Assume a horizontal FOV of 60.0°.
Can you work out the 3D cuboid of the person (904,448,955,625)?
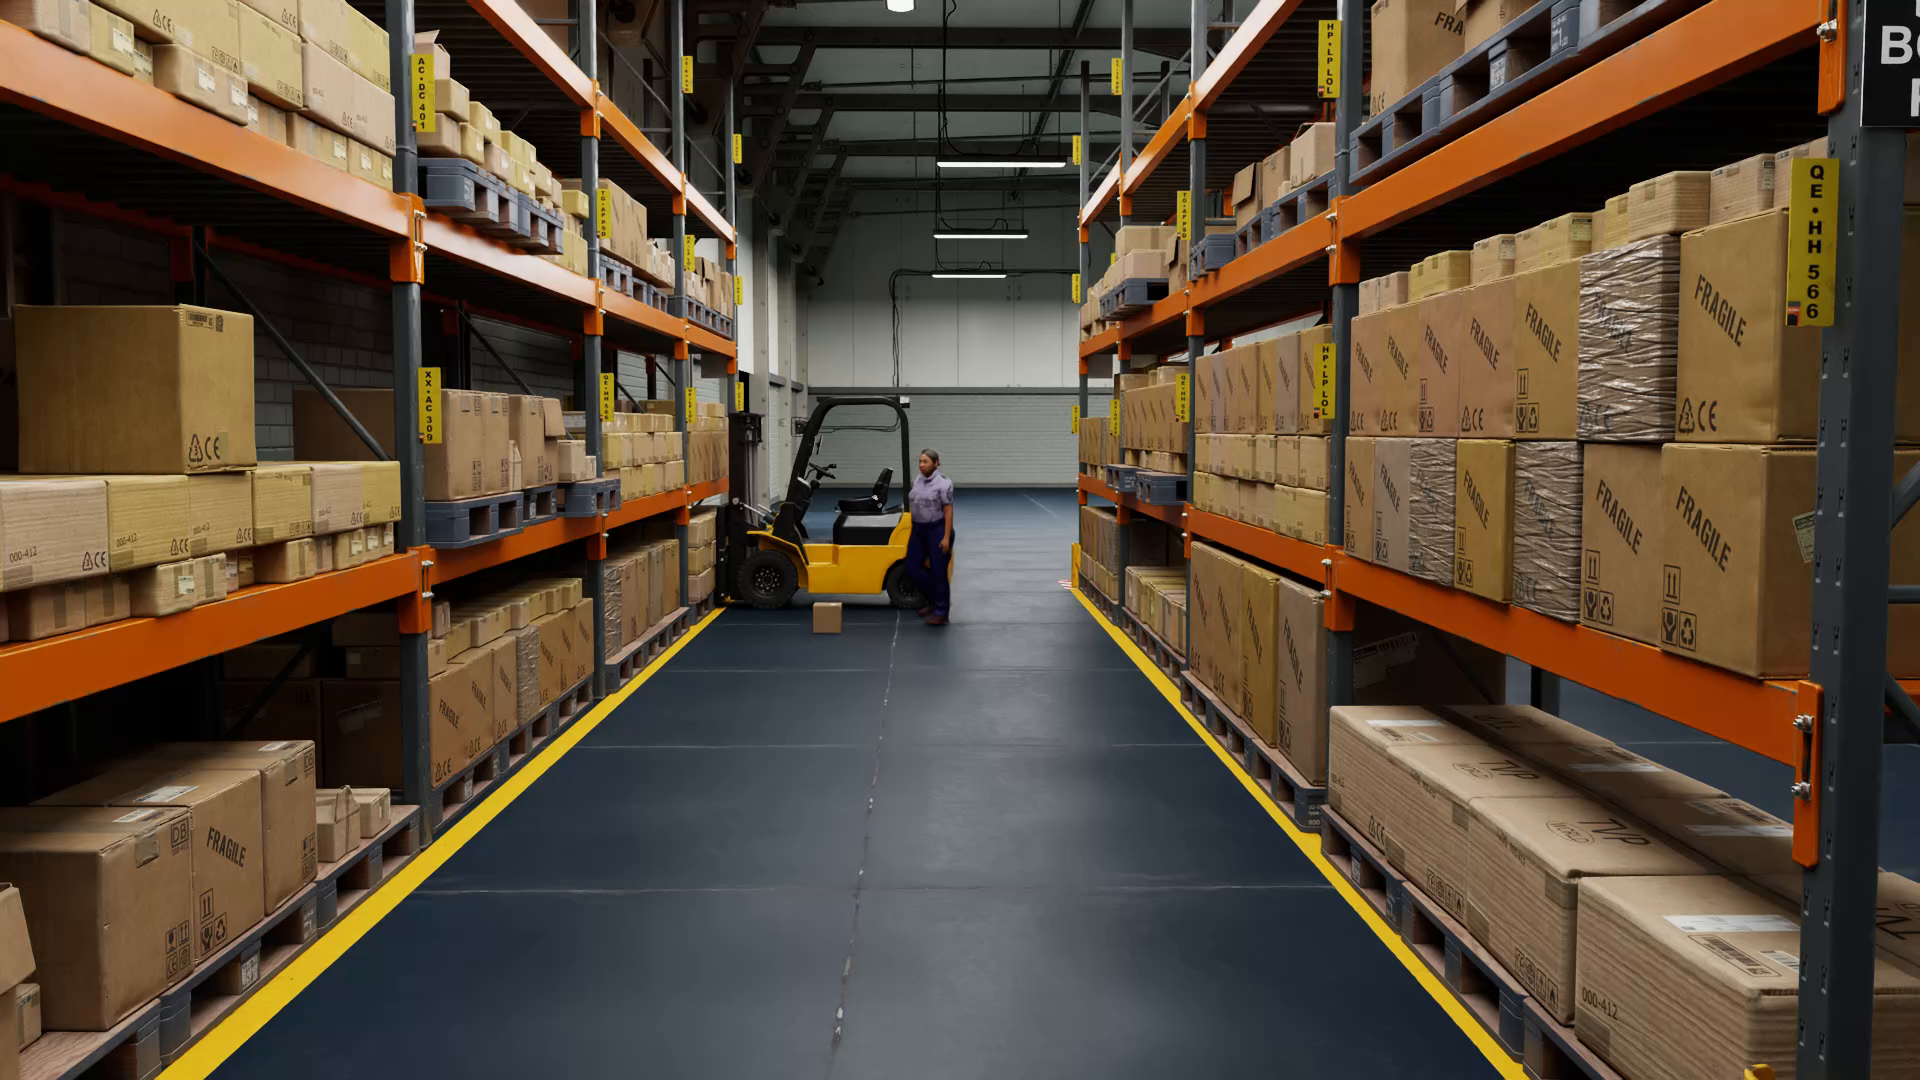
[{"bbox_3d":[-0.239,-0.024,15.515,0.522,1.619,0.477,3,5,40],"label":"person"}]
